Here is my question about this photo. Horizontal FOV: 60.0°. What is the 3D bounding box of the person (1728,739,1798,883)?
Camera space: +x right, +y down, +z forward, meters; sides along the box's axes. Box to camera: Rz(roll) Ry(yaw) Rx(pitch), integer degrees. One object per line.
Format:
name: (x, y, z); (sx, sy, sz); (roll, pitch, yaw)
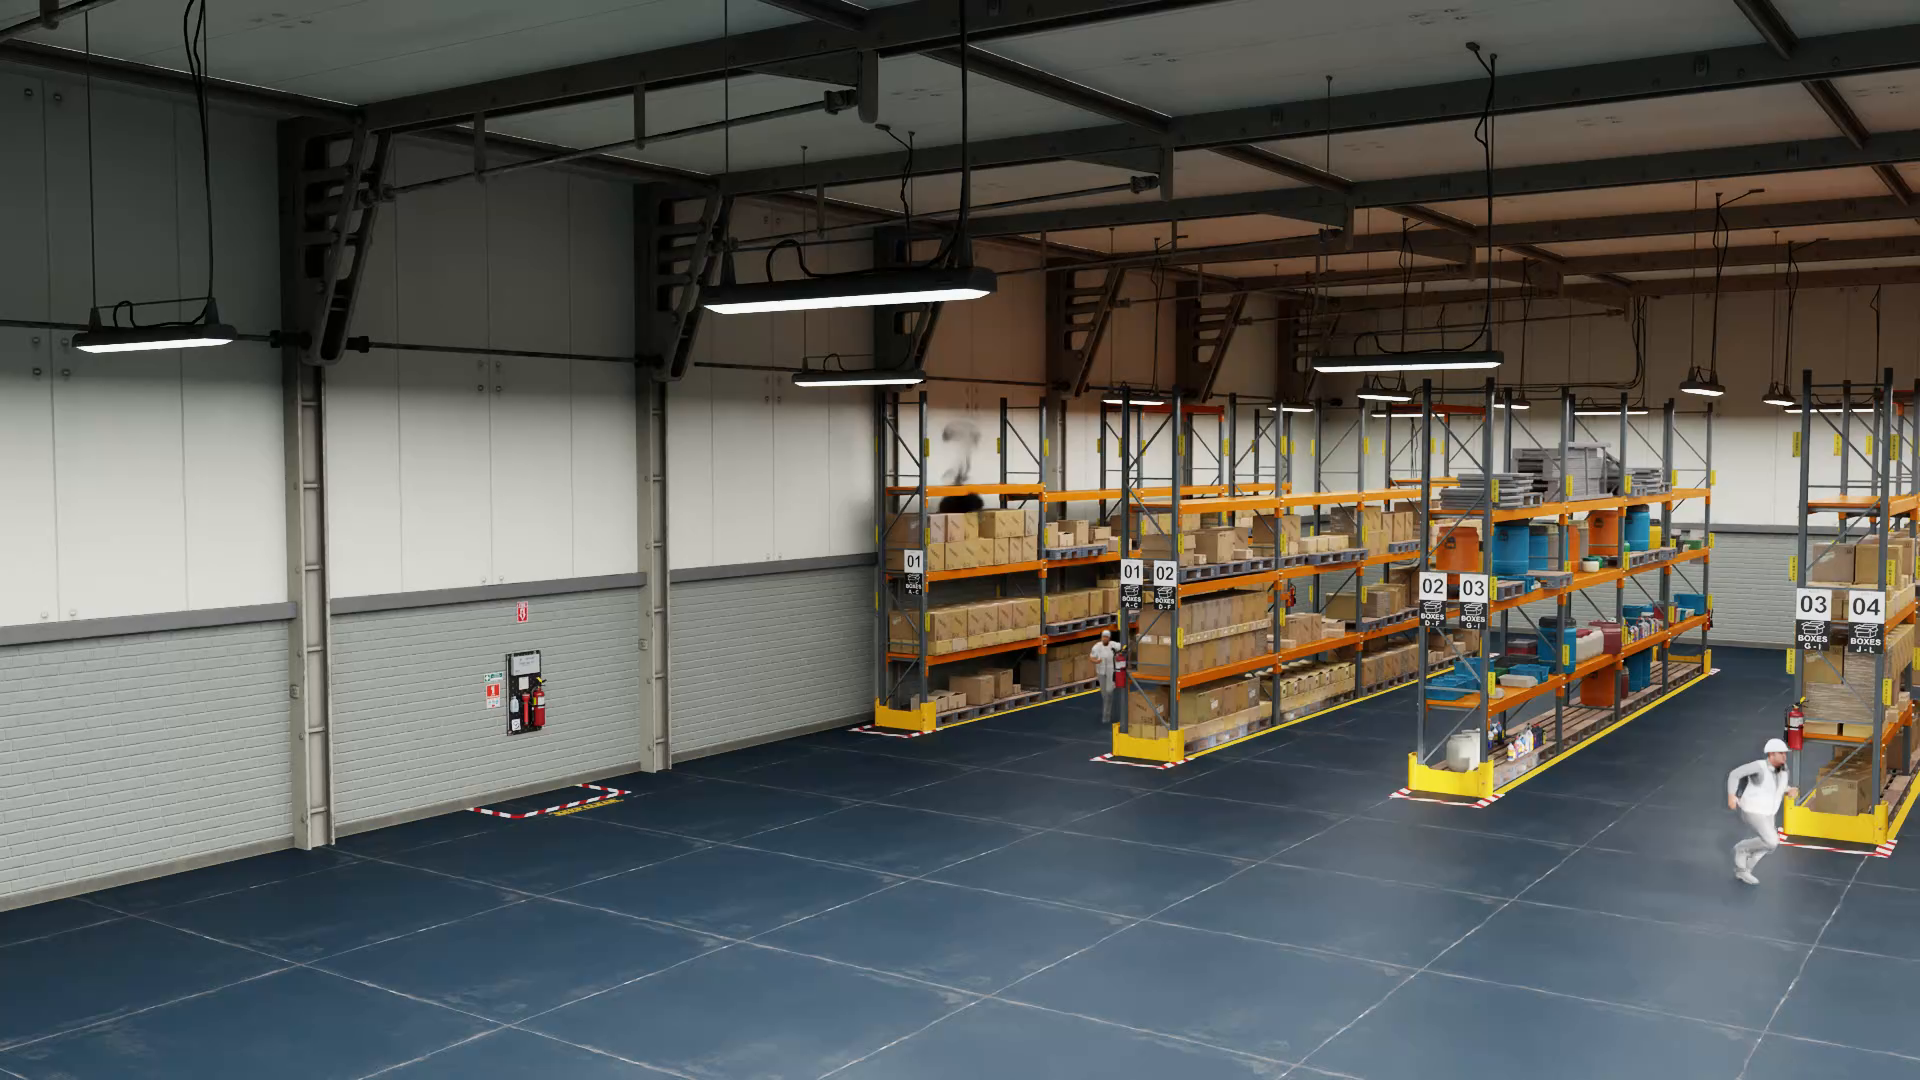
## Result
person: (9.191, 3.102, 18.983); (0.645, 1.699, 0.733); (-2, 4, -28)

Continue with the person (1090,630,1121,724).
person: (2.708, 2.490, 30.568); (0.627, 1.712, 0.870); (1, 3, 13)
